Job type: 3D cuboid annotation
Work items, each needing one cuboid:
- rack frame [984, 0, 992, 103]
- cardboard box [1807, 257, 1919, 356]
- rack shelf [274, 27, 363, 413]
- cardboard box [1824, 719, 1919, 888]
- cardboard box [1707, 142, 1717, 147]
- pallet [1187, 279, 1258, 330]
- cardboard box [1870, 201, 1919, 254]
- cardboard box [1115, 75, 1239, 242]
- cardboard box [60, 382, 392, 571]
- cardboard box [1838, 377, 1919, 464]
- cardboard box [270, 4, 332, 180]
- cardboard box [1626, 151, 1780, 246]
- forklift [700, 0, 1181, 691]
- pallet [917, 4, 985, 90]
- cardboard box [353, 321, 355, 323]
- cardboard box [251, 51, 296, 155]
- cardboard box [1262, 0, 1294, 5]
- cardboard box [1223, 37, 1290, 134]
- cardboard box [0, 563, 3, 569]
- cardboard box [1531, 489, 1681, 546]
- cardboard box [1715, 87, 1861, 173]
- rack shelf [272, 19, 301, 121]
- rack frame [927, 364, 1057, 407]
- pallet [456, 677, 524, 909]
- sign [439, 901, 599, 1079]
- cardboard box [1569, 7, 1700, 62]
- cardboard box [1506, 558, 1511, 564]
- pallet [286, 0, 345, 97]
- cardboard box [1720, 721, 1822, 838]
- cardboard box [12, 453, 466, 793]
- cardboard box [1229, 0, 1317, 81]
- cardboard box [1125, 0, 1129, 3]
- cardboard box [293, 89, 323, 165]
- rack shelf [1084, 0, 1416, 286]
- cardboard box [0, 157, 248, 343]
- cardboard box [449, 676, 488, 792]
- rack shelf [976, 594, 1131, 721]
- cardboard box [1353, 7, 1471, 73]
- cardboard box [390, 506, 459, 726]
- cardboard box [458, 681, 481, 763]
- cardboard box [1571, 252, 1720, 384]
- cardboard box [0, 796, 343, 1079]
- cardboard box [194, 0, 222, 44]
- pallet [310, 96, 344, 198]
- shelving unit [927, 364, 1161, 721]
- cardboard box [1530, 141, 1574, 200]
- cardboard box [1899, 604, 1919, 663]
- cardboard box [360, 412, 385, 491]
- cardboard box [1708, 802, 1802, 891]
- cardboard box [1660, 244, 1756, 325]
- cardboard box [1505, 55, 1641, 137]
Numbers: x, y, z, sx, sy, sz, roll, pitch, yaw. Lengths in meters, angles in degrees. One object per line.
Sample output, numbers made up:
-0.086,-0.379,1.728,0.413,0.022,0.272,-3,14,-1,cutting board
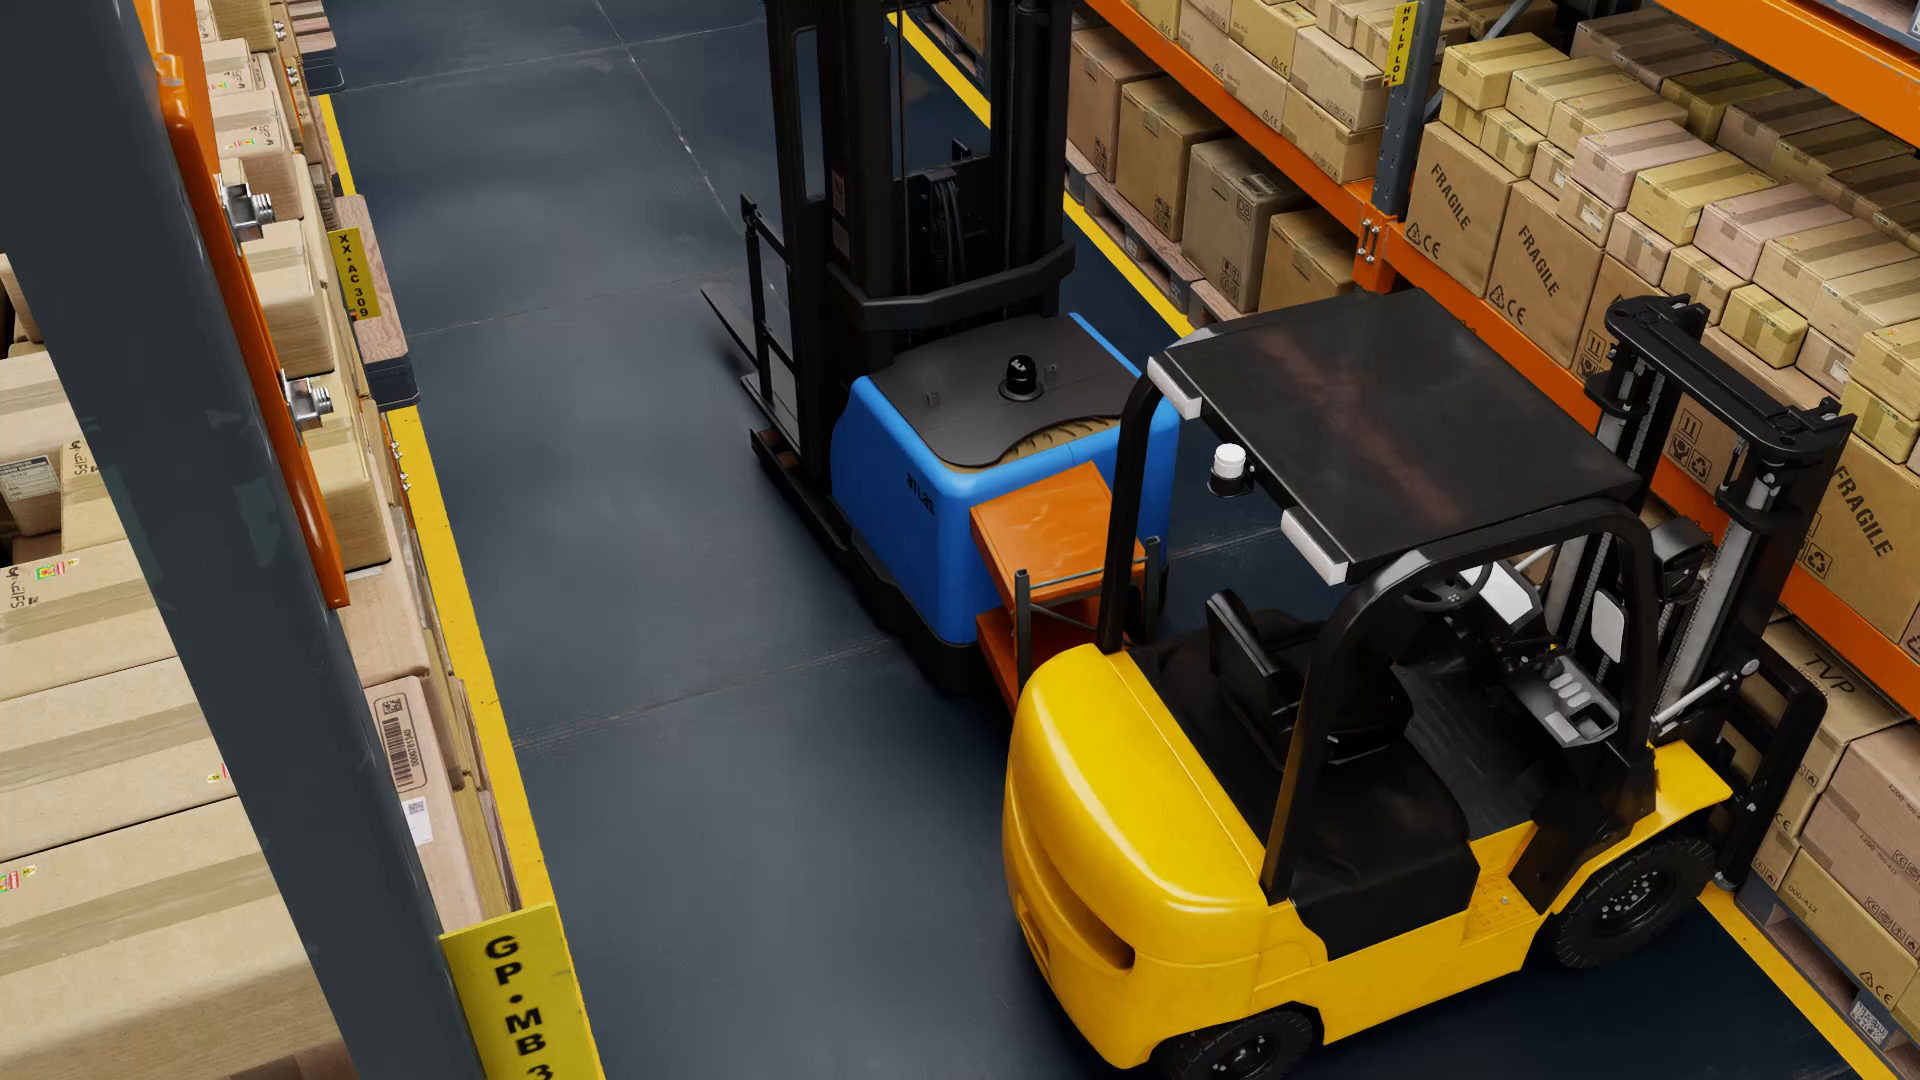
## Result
0.639,-4.019,9.623,1.000,3.000,0.127,-15,43,-17,rack frame
2.775,-0.683,4.941,0.380,0.149,0.250,-15,43,-16,cardboard box
-1.650,-0.029,3.234,1.077,0.370,4.000,-15,43,-17,rack shelf
3.034,0.798,5.041,0.500,0.250,0.500,-14,43,-16,cardboard box
2.751,-1.460,6.074,0.380,0.149,0.250,-14,43,-16,cardboard box
1.851,-0.987,8.235,1.003,0.211,1.213,-15,43,-17,pallet
3.099,-0.950,5.251,0.380,0.149,0.250,-14,43,-16,cardboard box
1.380,-2.102,8.893,0.875,0.625,0.625,-17,43,-19,cardboard box
-1.010,-0.053,2.291,0.380,0.149,0.250,-15,43,-17,cardboard box
2.795,-0.390,4.828,0.380,0.149,0.250,-15,43,-17,cardboard box
-2.699,-1.636,6.225,0.500,0.500,0.500,-15,43,-17,cardboard box
2.434,-1.124,5.454,0.380,0.149,0.250,-16,43,-18,cardboard box
-0.302,-1.477,6.719,1.130,2.935,3.031,-19,44,-21,forklift
0.388,-3.421,11.067,1.003,0.211,1.213,-15,43,-17,pallet
-2.335,-0.845,5.803,0.380,0.149,0.250,-14,43,-16,cardboard box
-1.622,-0.749,3.406,0.500,0.250,0.500,-16,43,-18,cardboard box
1.450,-2.481,7.260,0.380,0.149,0.250,-16,43,-18,cardboard box
1.537,-2.093,7.498,0.500,0.250,0.500,-15,43,-17,cardboard box
-1.509,0.299,2.188,0.500,0.250,0.500,-16,43,-17,cardboard box
2.452,-0.128,6.119,0.500,0.250,0.500,-14,43,-15,cardboard box
2.895,-1.437,5.818,0.380,0.149,0.250,-16,43,-18,cardboard box
-3.181,-2.439,6.036,1.077,0.370,4.000,-15,43,-17,rack shelf
0.146,-0.176,6.554,0.500,1.125,0.032,-14,43,-11,rack frame
-2.126,1.084,5.828,1.003,0.211,1.213,-15,43,-17,pallet
-0.384,0.436,1.471,0.100,0.325,0.005,-15,43,-17,sign
2.570,-1.889,6.344,0.380,0.149,0.250,-15,43,-17,cardboard box
2.257,-0.050,6.795,0.500,0.250,0.500,-16,43,-18,cardboard box
-3.575,-2.303,7.775,1.213,0.211,1.003,-15,43,-17,pallet
2.826,0.668,5.576,0.500,0.250,0.500,-16,43,-18,cardboard box
-1.015,0.172,2.336,0.500,0.250,0.500,-16,43,-17,cardboard box
1.541,-2.283,7.335,0.500,0.250,0.500,-16,43,-18,cardboard box
0.974,-3.021,8.578,0.500,0.250,0.500,-16,43,-18,cardboard box
-2.269,-1.297,5.333,0.380,0.149,0.250,-15,43,-17,cardboard box
1.404,-2.542,8.457,1.077,0.370,4.000,-15,43,-17,rack shelf
-1.386,-0.494,2.804,0.380,0.149,0.250,-14,43,-16,cardboard box
-1.745,0.825,5.201,0.500,0.500,0.500,-14,43,-16,cardboard box
0.307,0.327,6.355,0.538,0.278,1.000,-14,43,-11,rack shelf
1.833,-2.044,6.752,0.380,0.149,0.250,-14,43,-15,cardboard box
-1.610,0.305,4.289,0.500,0.500,0.500,-14,43,-16,cardboard box
-1.941,0.803,5.802,0.500,0.250,0.500,-13,42,-15,cardboard box
2.507,-0.701,5.688,0.500,0.500,0.500,-16,43,-17,cardboard box
-0.833,0.431,1.729,0.380,0.149,0.250,-15,43,-17,cardboard box
-1.680,-0.953,3.339,0.380,0.149,0.250,-16,43,-18,cardboard box
-4.178,-2.215,9.664,1.003,0.211,1.213,-15,43,-17,pallet
0.296,0.146,6.190,0.538,1.125,1.048,-14,43,-11,shelving unit
2.274,-1.330,5.922,0.380,0.149,0.250,-15,43,-17,cardboard box
3.079,0.216,4.621,0.500,0.500,0.500,-14,43,-16,cardboard box
-1.210,-0.060,2.911,0.380,0.149,0.250,-15,43,-16,cardboard box
2.863,0.873,5.721,0.500,0.250,0.500,-15,43,-16,cardboard box
2.511,-0.858,5.373,0.380,0.149,0.250,-16,43,-18,cardboard box
2.217,-1.610,6.019,0.380,0.149,0.250,-14,43,-16,cardboard box
